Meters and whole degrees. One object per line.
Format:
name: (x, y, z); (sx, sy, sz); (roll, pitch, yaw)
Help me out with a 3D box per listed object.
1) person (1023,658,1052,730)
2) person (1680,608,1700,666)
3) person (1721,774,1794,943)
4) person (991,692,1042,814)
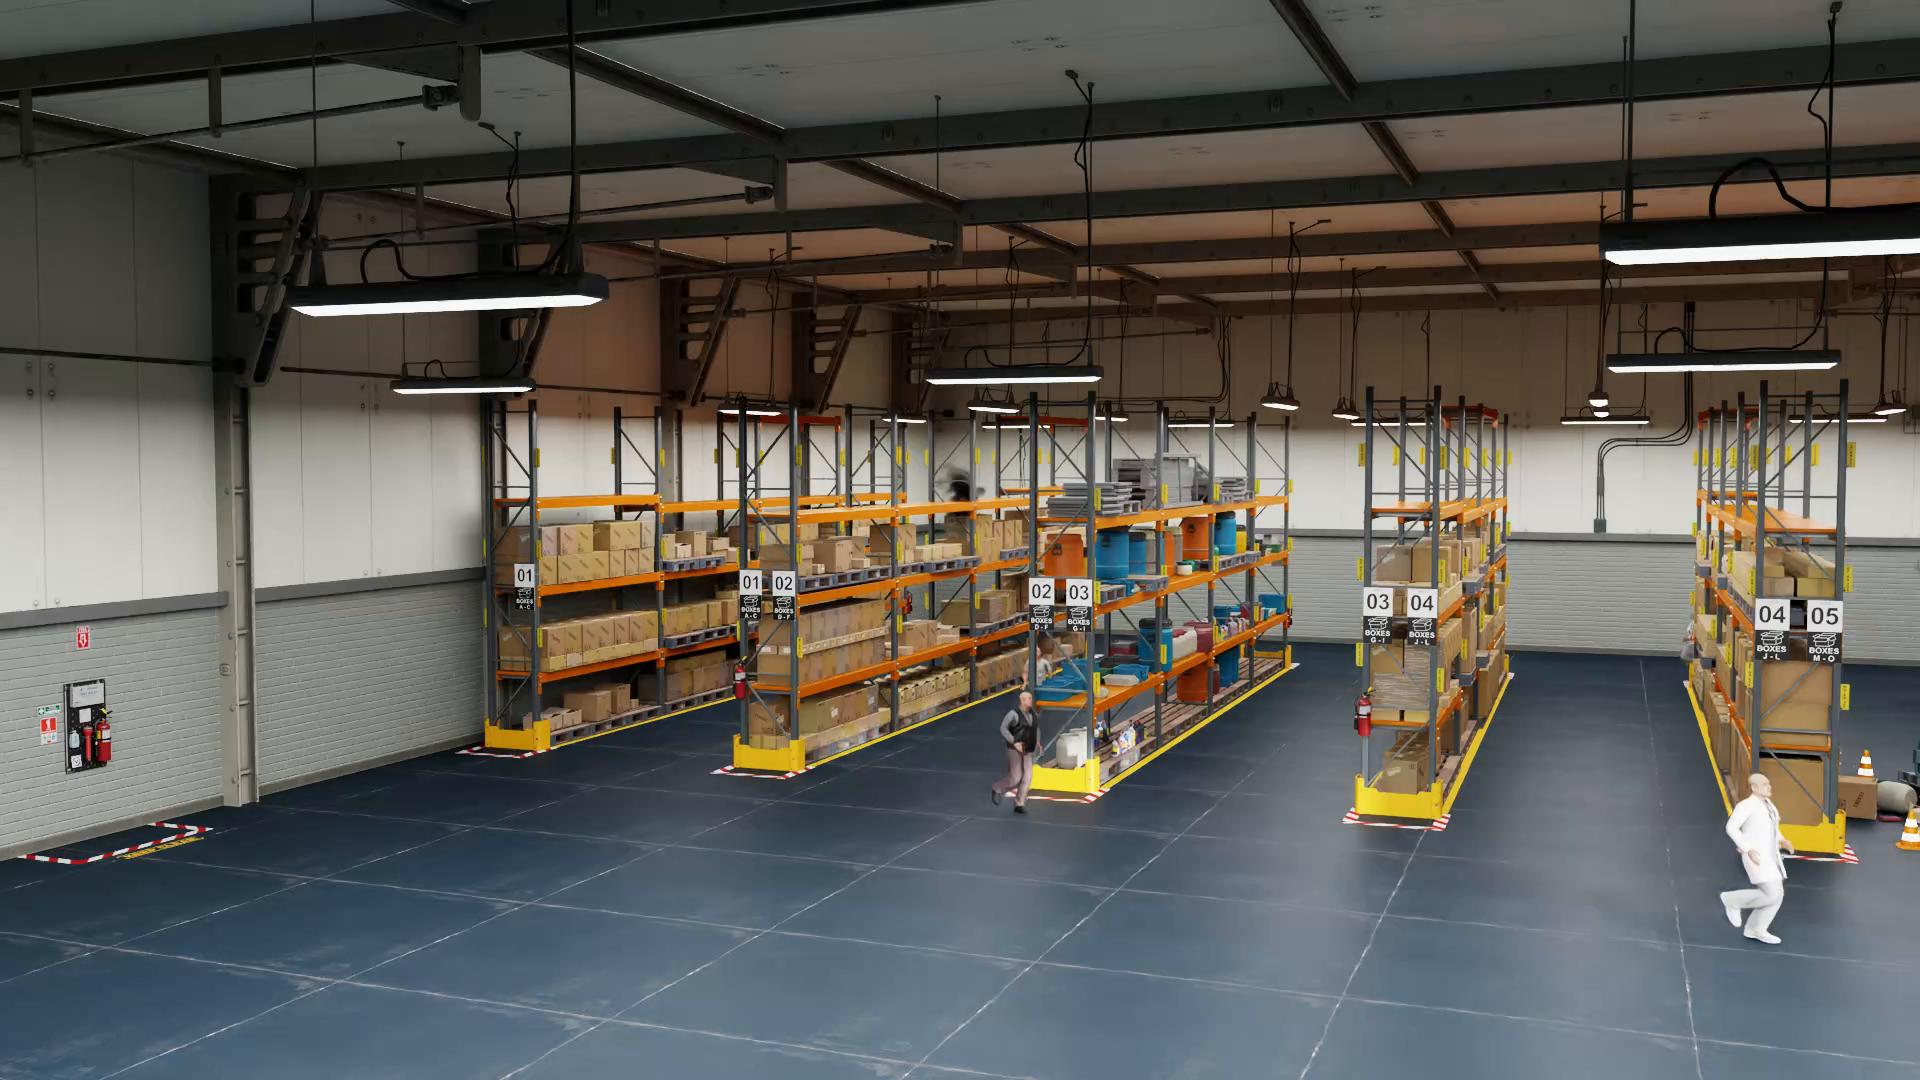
person: (1.415, 2.797, 30.251); (0.527, 1.317, 0.555); (1, 3, 11)
person: (16.505, 2.333, 37.306); (0.534, 1.638, 0.572); (0, 3, 4)
person: (8.278, 3.288, 17.252); (0.710, 1.733, 0.637); (-2, 3, -36)
person: (0.877, 3.000, 23.661); (0.700, 1.684, 0.714); (-2, 4, -37)
